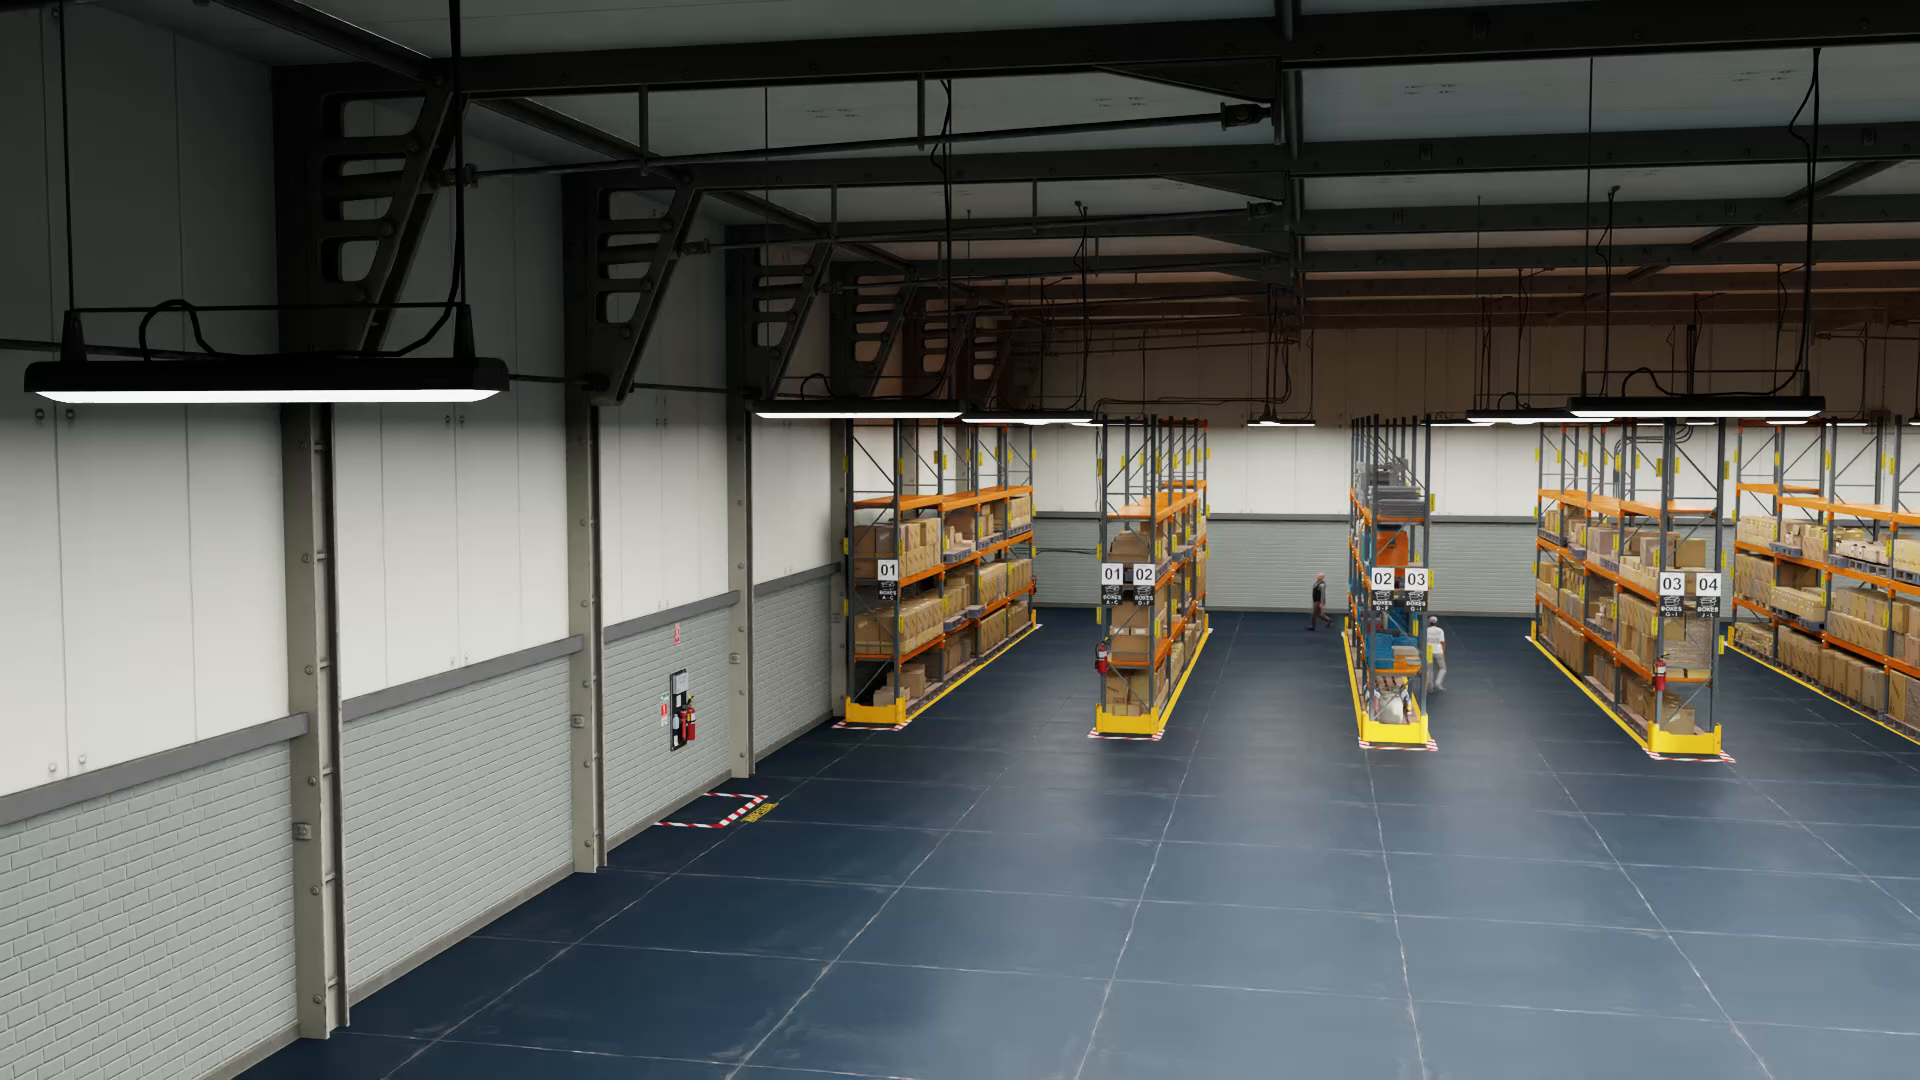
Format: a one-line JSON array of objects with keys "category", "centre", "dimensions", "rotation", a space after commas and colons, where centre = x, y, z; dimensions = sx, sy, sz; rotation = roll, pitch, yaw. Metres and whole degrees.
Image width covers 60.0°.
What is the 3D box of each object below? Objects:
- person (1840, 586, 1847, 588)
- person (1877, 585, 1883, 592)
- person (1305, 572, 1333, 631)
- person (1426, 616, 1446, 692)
[{"category": "person", "centre": [23.126, 2.016, 43.485], "dimensions": [0.436, 1.606, 0.865], "rotation": [-3, 5, -42]}, {"category": "person", "centre": [24.937, 1.880, 45.226], "dimensions": [0.968, 1.638, 0.498], "rotation": [0, 4, -5]}, {"category": "person", "centre": [10.229, 1.749, 47.105], "dimensions": [0.874, 1.677, 0.546], "rotation": [-1, 4, -8]}, {"category": "person", "centre": [10.298, 2.494, 36.112], "dimensions": [0.544, 1.662, 0.505], "rotation": [2, 4, 24]}]
